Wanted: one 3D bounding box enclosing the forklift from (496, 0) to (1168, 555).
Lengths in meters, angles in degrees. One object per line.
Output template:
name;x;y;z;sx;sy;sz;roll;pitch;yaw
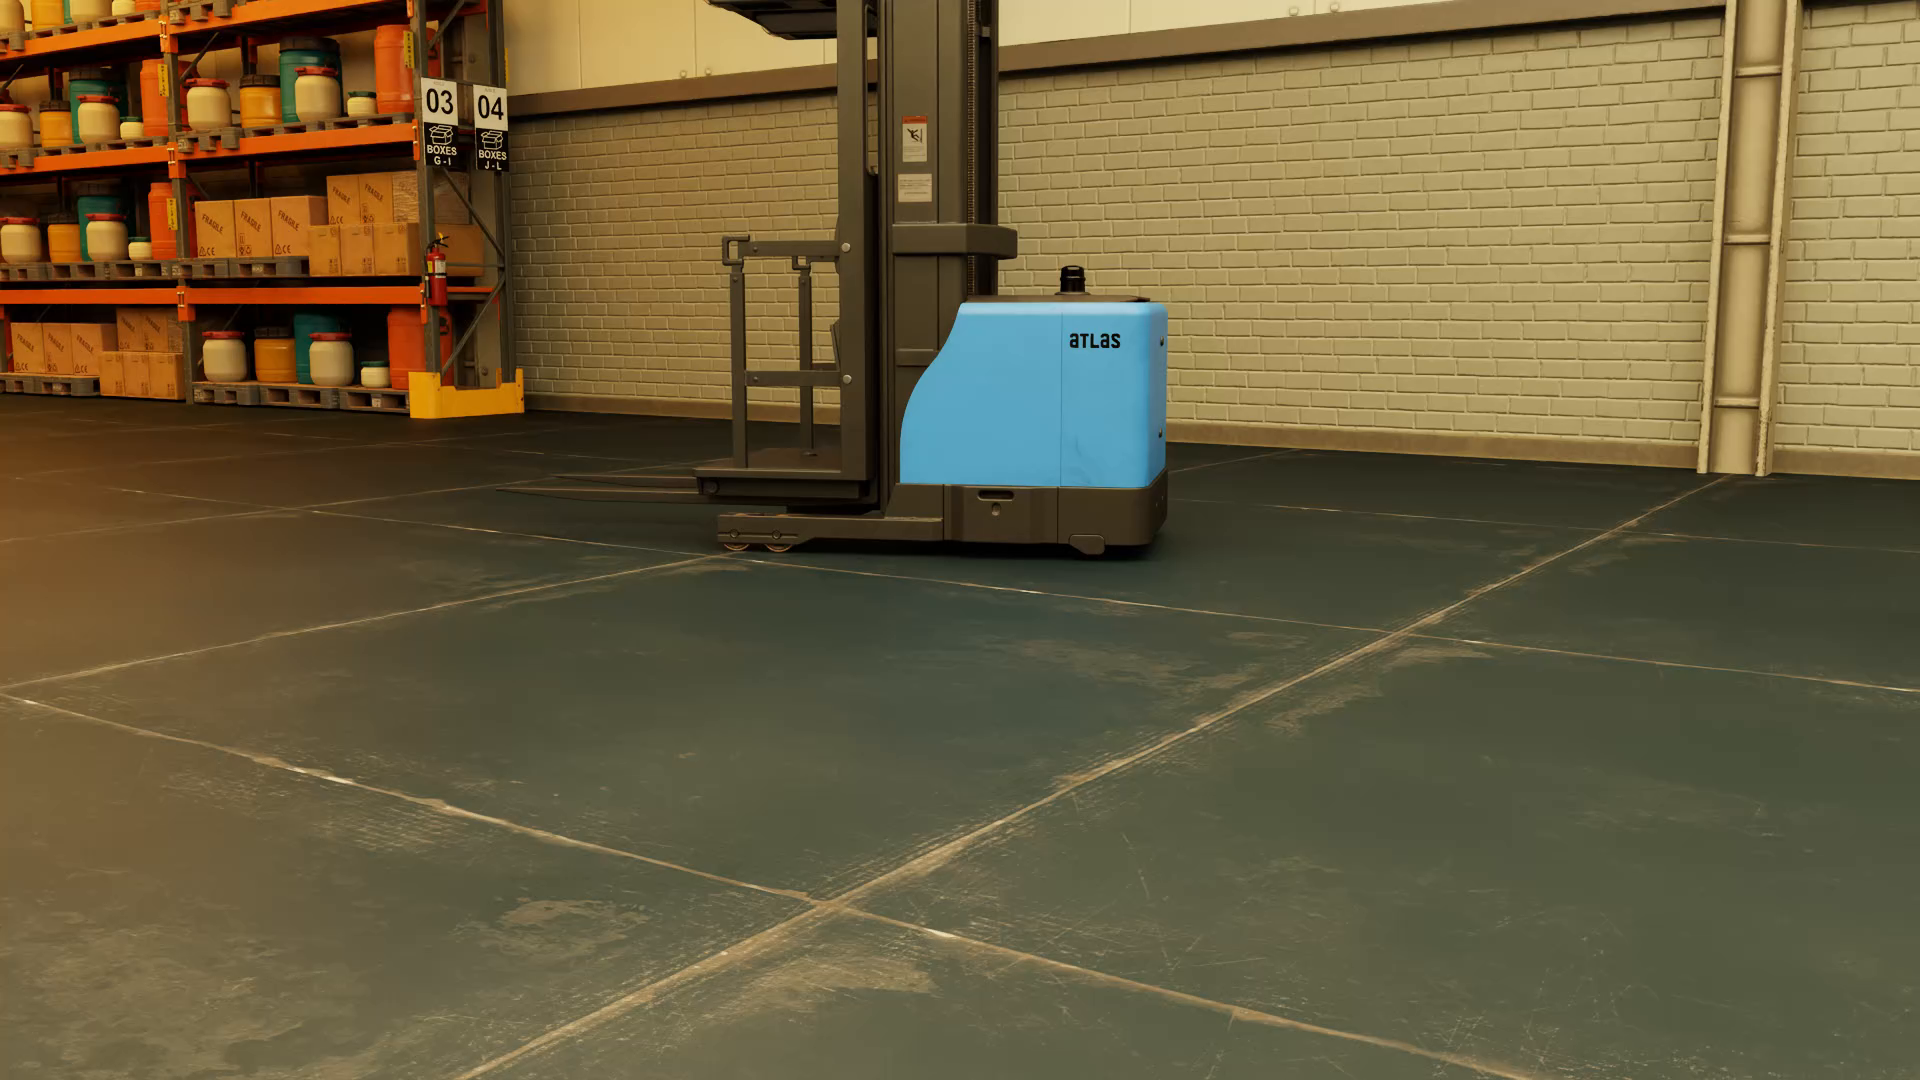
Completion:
forklift;-0.596;-1.469;7.520;3.031;2.935;1.130;2;8;12
